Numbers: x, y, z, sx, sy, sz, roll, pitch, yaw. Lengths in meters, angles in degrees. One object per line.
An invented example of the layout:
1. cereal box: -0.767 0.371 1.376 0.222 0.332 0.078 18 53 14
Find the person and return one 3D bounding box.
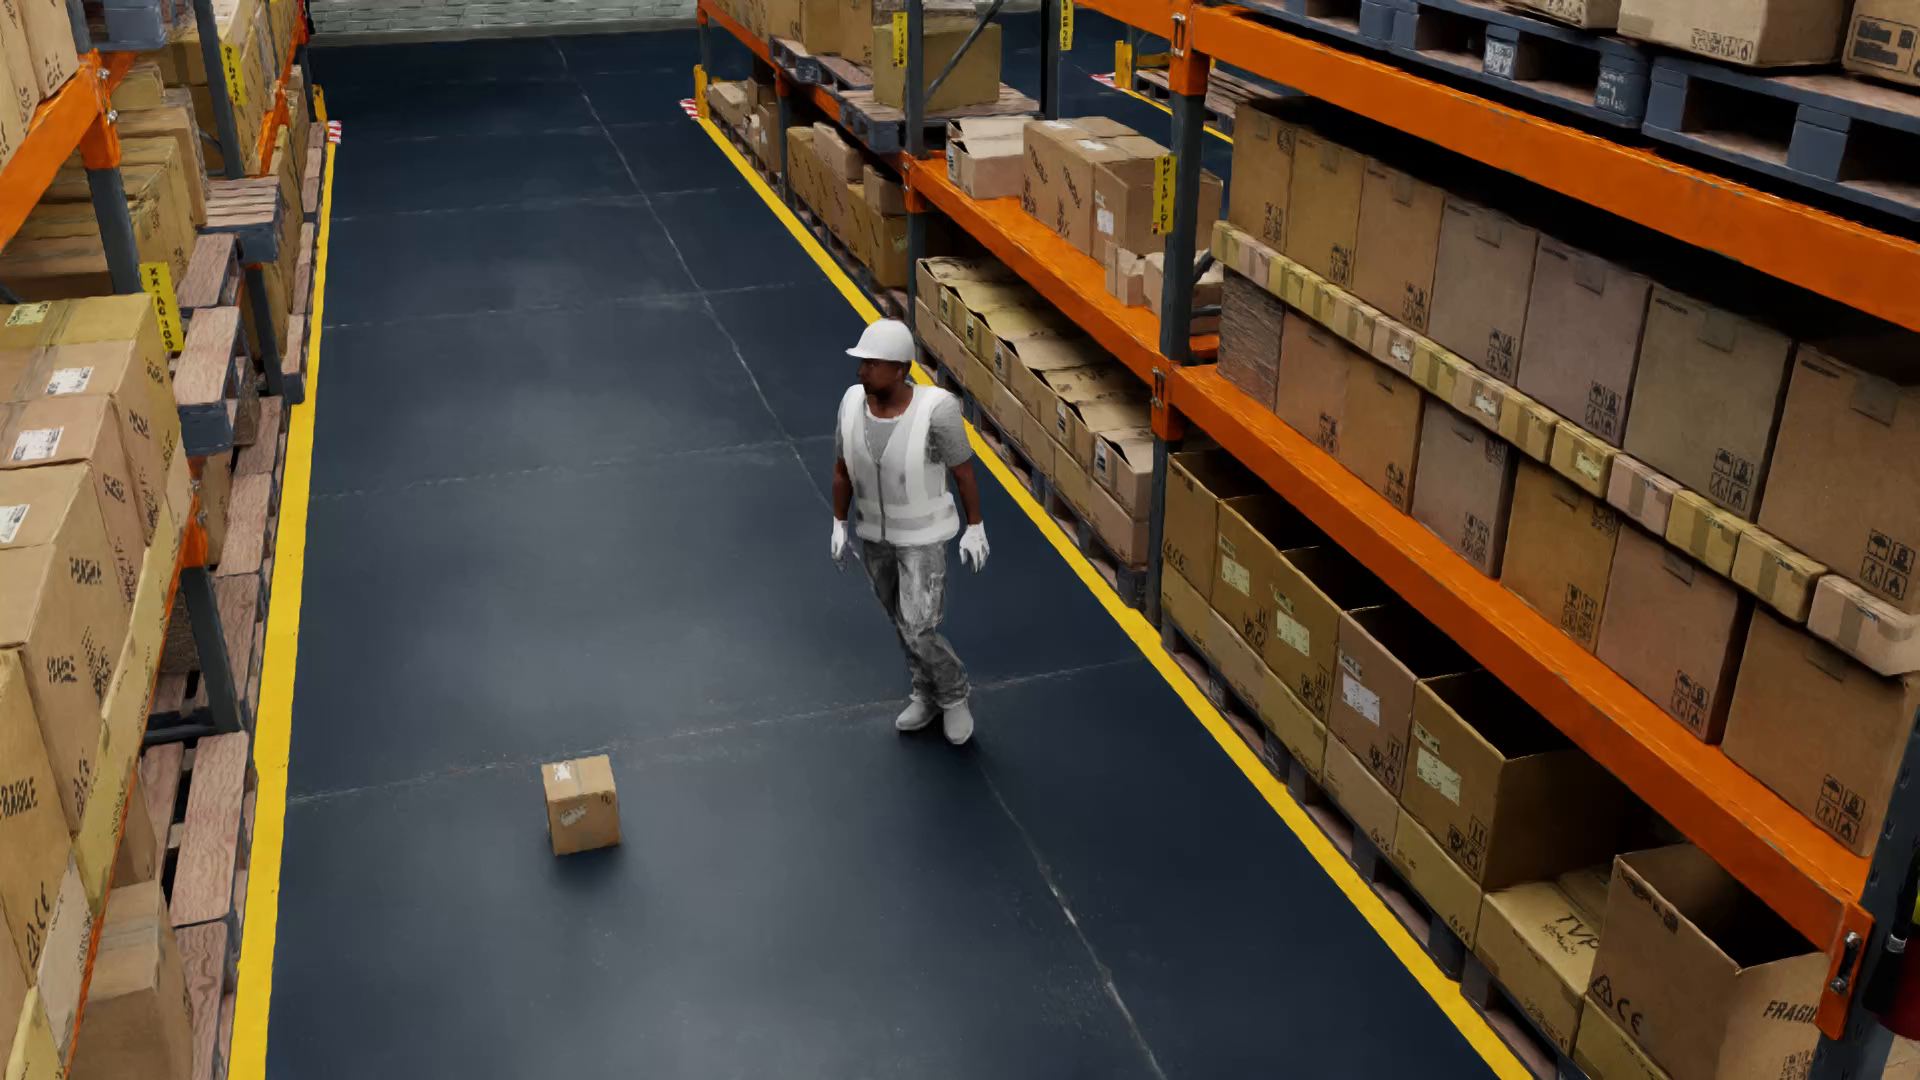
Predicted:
1. person: -0.219 -0.018 6.592 0.641 1.775 0.462 16 30 29
